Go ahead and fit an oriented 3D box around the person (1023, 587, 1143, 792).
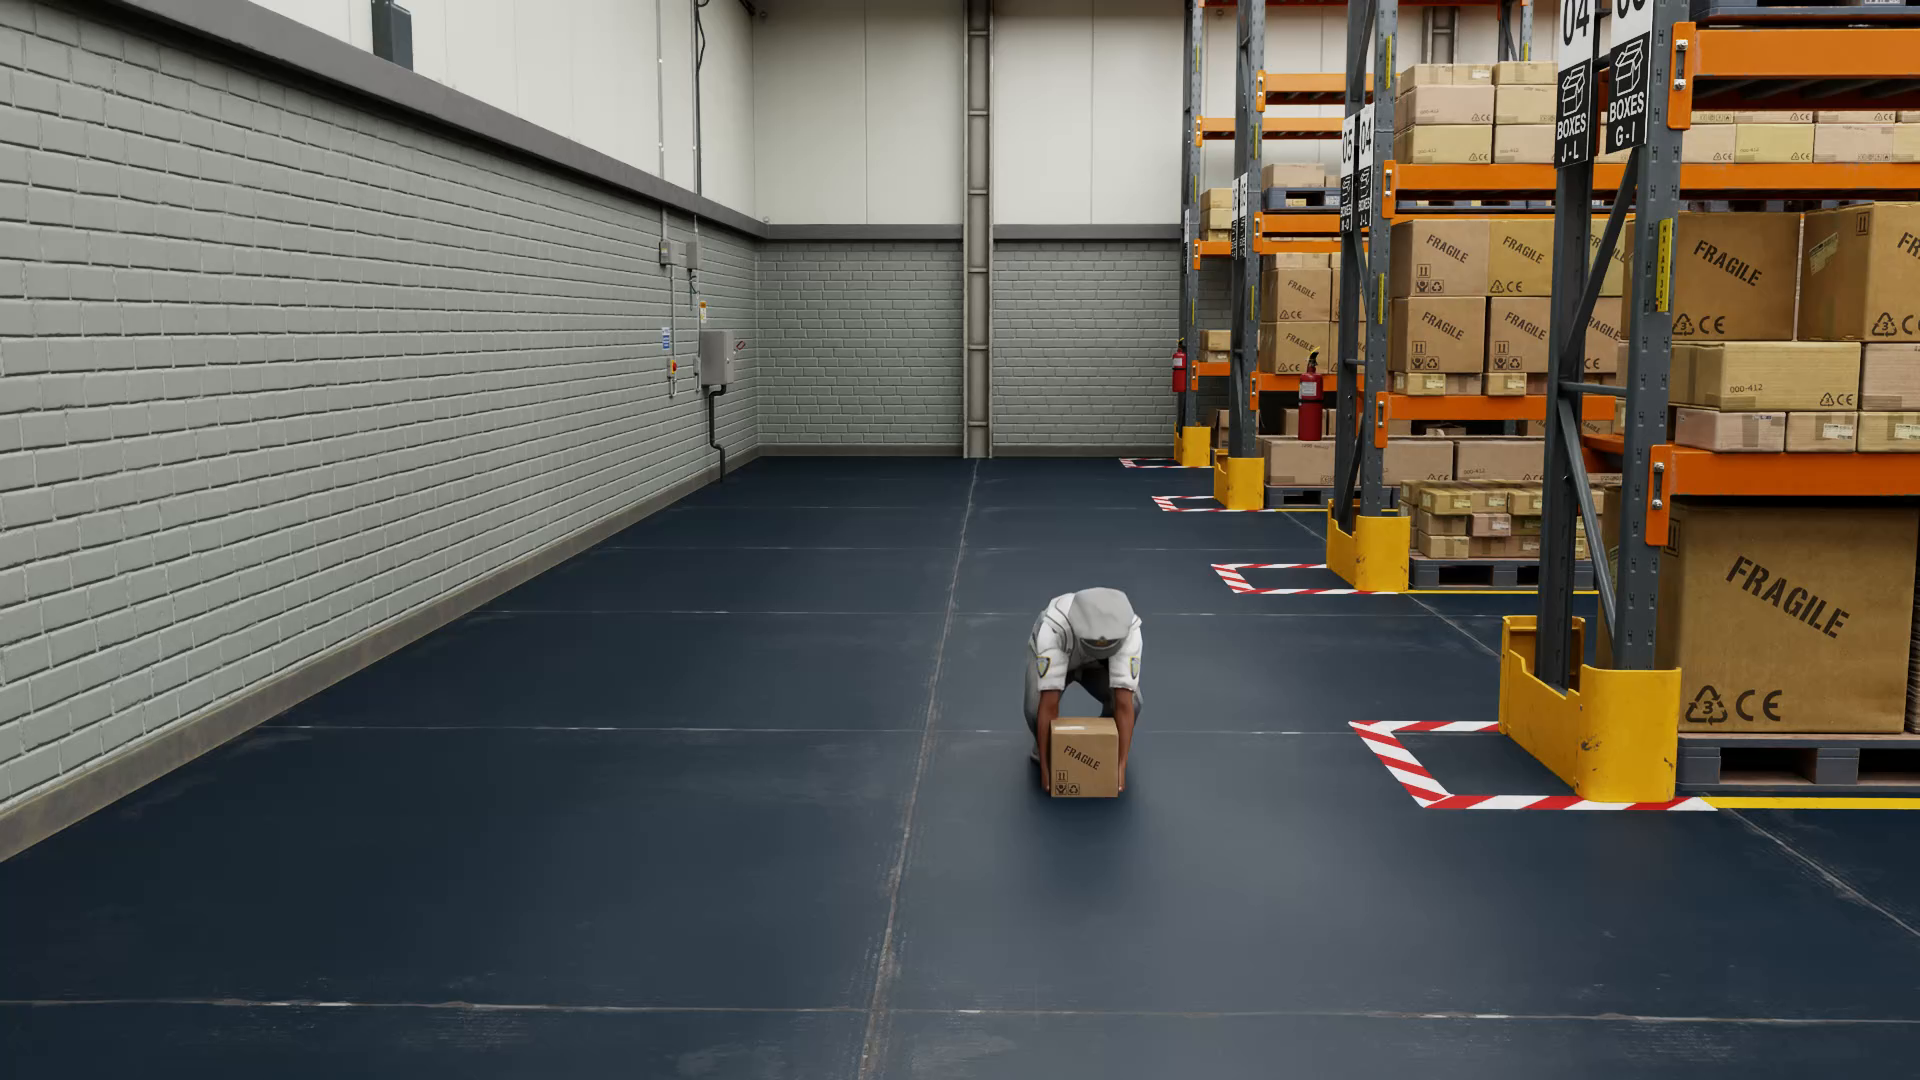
[{"bbox_3d":[0.488,0.567,6.625,0.473,0.852,0.894,0,7,1],"label":"person"}]
